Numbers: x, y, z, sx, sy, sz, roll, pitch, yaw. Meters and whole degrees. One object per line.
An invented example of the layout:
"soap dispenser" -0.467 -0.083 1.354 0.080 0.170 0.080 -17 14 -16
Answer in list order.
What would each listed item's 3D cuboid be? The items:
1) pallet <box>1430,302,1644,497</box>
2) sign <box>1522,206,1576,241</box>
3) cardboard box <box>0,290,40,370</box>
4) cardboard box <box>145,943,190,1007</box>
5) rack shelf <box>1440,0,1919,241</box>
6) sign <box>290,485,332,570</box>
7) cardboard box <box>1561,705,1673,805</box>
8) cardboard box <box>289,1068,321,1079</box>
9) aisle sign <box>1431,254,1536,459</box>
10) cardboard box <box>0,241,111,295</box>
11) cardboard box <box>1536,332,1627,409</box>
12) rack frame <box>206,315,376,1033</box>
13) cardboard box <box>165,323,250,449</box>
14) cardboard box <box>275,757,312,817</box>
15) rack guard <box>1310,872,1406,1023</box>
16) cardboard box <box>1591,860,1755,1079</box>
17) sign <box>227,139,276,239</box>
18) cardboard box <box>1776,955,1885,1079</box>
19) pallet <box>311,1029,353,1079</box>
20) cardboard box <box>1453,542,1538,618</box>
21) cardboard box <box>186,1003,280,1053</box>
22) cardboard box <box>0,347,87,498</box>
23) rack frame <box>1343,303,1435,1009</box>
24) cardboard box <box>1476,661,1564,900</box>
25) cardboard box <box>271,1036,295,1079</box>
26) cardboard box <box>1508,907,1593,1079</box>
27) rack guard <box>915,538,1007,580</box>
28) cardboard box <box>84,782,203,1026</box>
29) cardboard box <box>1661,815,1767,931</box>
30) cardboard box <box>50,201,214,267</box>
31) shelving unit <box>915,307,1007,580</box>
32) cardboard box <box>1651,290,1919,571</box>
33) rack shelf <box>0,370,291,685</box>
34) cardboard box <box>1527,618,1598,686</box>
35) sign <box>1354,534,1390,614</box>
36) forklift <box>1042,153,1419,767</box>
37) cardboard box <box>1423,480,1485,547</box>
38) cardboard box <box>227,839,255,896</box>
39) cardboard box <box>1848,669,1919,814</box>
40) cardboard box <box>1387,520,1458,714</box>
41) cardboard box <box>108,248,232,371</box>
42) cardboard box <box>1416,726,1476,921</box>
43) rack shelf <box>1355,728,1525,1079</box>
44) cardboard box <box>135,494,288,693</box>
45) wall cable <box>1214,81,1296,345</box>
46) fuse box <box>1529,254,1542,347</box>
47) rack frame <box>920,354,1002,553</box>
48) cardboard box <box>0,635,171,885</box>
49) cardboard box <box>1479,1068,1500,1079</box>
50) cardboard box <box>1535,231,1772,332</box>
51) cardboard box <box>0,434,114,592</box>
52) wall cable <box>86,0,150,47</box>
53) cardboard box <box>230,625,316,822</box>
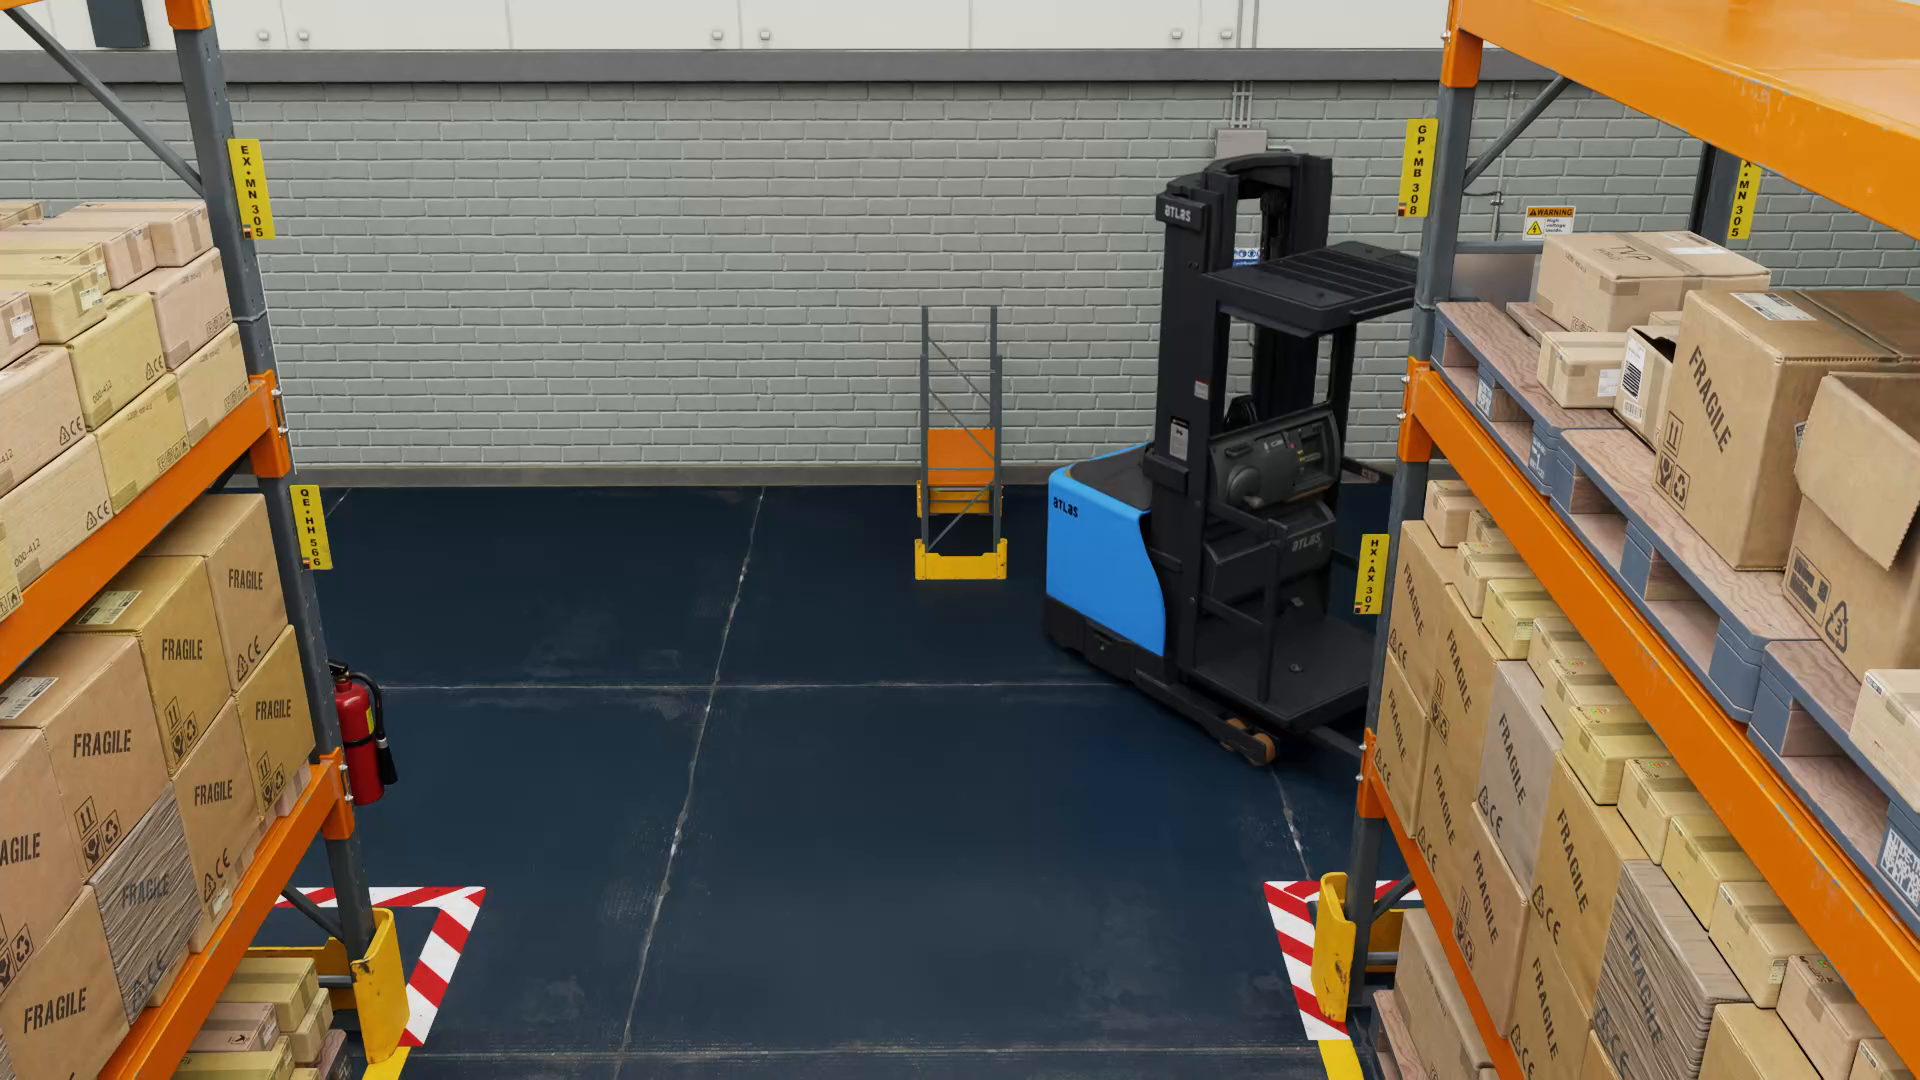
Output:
"pallet" 2.103 -0.462 5.099 1.003 0.211 1.213 0 24 -1
"sign" 4.044 -2.175 11.418 0.339 0.242 0.001 0 24 -1
"cardboard box" -2.604 -0.529 4.231 0.380 0.149 0.250 -1 24 -2
"cardboard box" -2.595 1.290 5.063 0.380 0.149 0.250 -1 24 -3
"rack shelf" 2.107 -0.841 3.547 1.077 0.370 4.000 0 24 -1
"sign" -2.309 -0.043 5.917 0.100 0.325 0.005 0 24 -1
"cardboard box" 1.787 0.549 4.275 0.380 0.149 0.250 -1 24 -2
"cardboard box" -2.545 2.052 6.024 0.380 0.149 0.250 0 24 1
"aisle sign" 1.794 -0.654 5.902 0.394 0.787 0.004 0 24 -1
"cardboard box" -2.658 -0.742 4.702 0.380 0.149 0.250 -1 24 -2
"cardboard box" 1.867 -0.481 4.708 0.380 0.149 0.250 1 24 1
"rack frame" -2.864 0.623 6.234 1.000 3.000 0.127 0 24 -1
"cardboard box" -2.594 -0.490 5.235 0.500 0.250 0.500 -1 24 -2
"cardboard box" -2.578 0.870 5.991 0.380 0.149 0.250 0 24 0
"rack guard" 2.085 1.688 6.912 1.175 0.500 0.348 0 24 -1
"cardboard box" 1.835 1.094 3.857 0.500 0.500 0.500 0 24 0
"sign" -2.309 -1.142 5.420 0.100 0.325 0.005 0 24 -1
"cardboard box" 1.899 0.969 3.347 0.380 0.149 0.250 0 24 -1
"pallet" -2.890 2.259 5.998 1.003 0.211 1.213 0 24 -1
"cardboard box" 1.774 0.125 5.212 0.380 0.149 0.250 0 24 1
"cardboard box" -2.659 1.780 5.903 0.380 0.149 0.250 0 24 0
"cardboard box" -2.595 -0.293 4.194 0.500 0.250 0.500 0 24 0
"rack frame" 2.085 0.559 6.375 1.000 3.000 0.127 0 24 -1
"cardboard box" 1.831 0.682 4.768 0.500 0.500 0.500 0 24 -1
"cardboard box" -2.624 1.919 5.956 0.380 0.149 0.250 -1 24 -2
"cardboard box" 1.846 1.336 4.534 0.500 0.500 0.500 1 24 1
"rack guard" 0.006 0.123 10.675 0.587 0.250 0.087 0 24 -1
"cardboard box" -2.586 1.047 4.814 0.500 0.500 0.500 0 24 0
"cardboard box" 1.856 0.758 3.813 0.380 0.149 0.250 -1 24 -2
"cardboard box" -2.566 -0.950 5.161 0.380 0.149 0.250 0 24 -1
"shelving unit" 0.001 -0.652 10.871 0.587 1.500 1.083 0 24 -1
"cardboard box" 1.957 -0.259 3.791 0.500 0.500 0.500 0 24 0
"rack shelf" -2.842 0.408 3.941 1.077 0.370 4.000 0 24 -1
"cardboard box" 1.851 0.341 4.734 0.380 0.149 0.250 0 24 0
"sign" 1.530 0.128 6.180 0.100 0.325 0.005 0 24 -1
"forklift" 1.785 -0.391 8.558 1.130 2.935 3.031 -17 30 -34
"cardboard box" 1.812 -0.091 5.688 0.380 0.149 0.250 0 24 1
"cardboard box" -2.595 1.076 5.536 0.380 0.149 0.250 0 24 -1
"cardboard box" 1.799 0.347 2.877 0.380 0.149 0.250 0 24 1
"cardboard box" 1.805 0.257 5.708 0.500 0.500 0.500 -1 24 -2
"cardboard box" -2.604 -0.715 5.126 0.500 0.250 0.500 -1 24 -2
"cardboard box" 1.836 0.920 5.453 0.500 0.500 0.500 -1 24 -1
"rack shelf" 2.107 1.711 4.701 1.077 0.370 4.000 0 24 -1
"cardboard box" -2.610 0.173 5.531 0.500 0.500 0.500 -1 24 -2
"wall cable" 2.000 -2.242 11.296 0.585 1.953 0.123 0 24 -1
"fuse box" 4.102 -1.127 11.665 0.539 1.711 0.414 0 24 -1
"rack frame" 0.006 -0.439 10.400 0.500 1.500 0.032 0 24 -1
"cardboard box" -2.590 0.596 4.596 0.500 0.500 0.500 1 24 2
"cardboard box" 2.210 2.183 5.382 0.875 0.438 0.875 0 24 1
"cardboard box" 2.180 -0.792 5.271 0.500 0.250 0.500 -2 24 -5
"cardboard box" -2.589 -0.075 4.318 0.500 0.250 0.500 1 24 2
"wall cable" -4.440 -5.942 9.563 2.277 5.999 0.120 0 24 -1
"cardboard box" -2.602 0.625 5.745 0.500 0.500 0.500 0 24 1
